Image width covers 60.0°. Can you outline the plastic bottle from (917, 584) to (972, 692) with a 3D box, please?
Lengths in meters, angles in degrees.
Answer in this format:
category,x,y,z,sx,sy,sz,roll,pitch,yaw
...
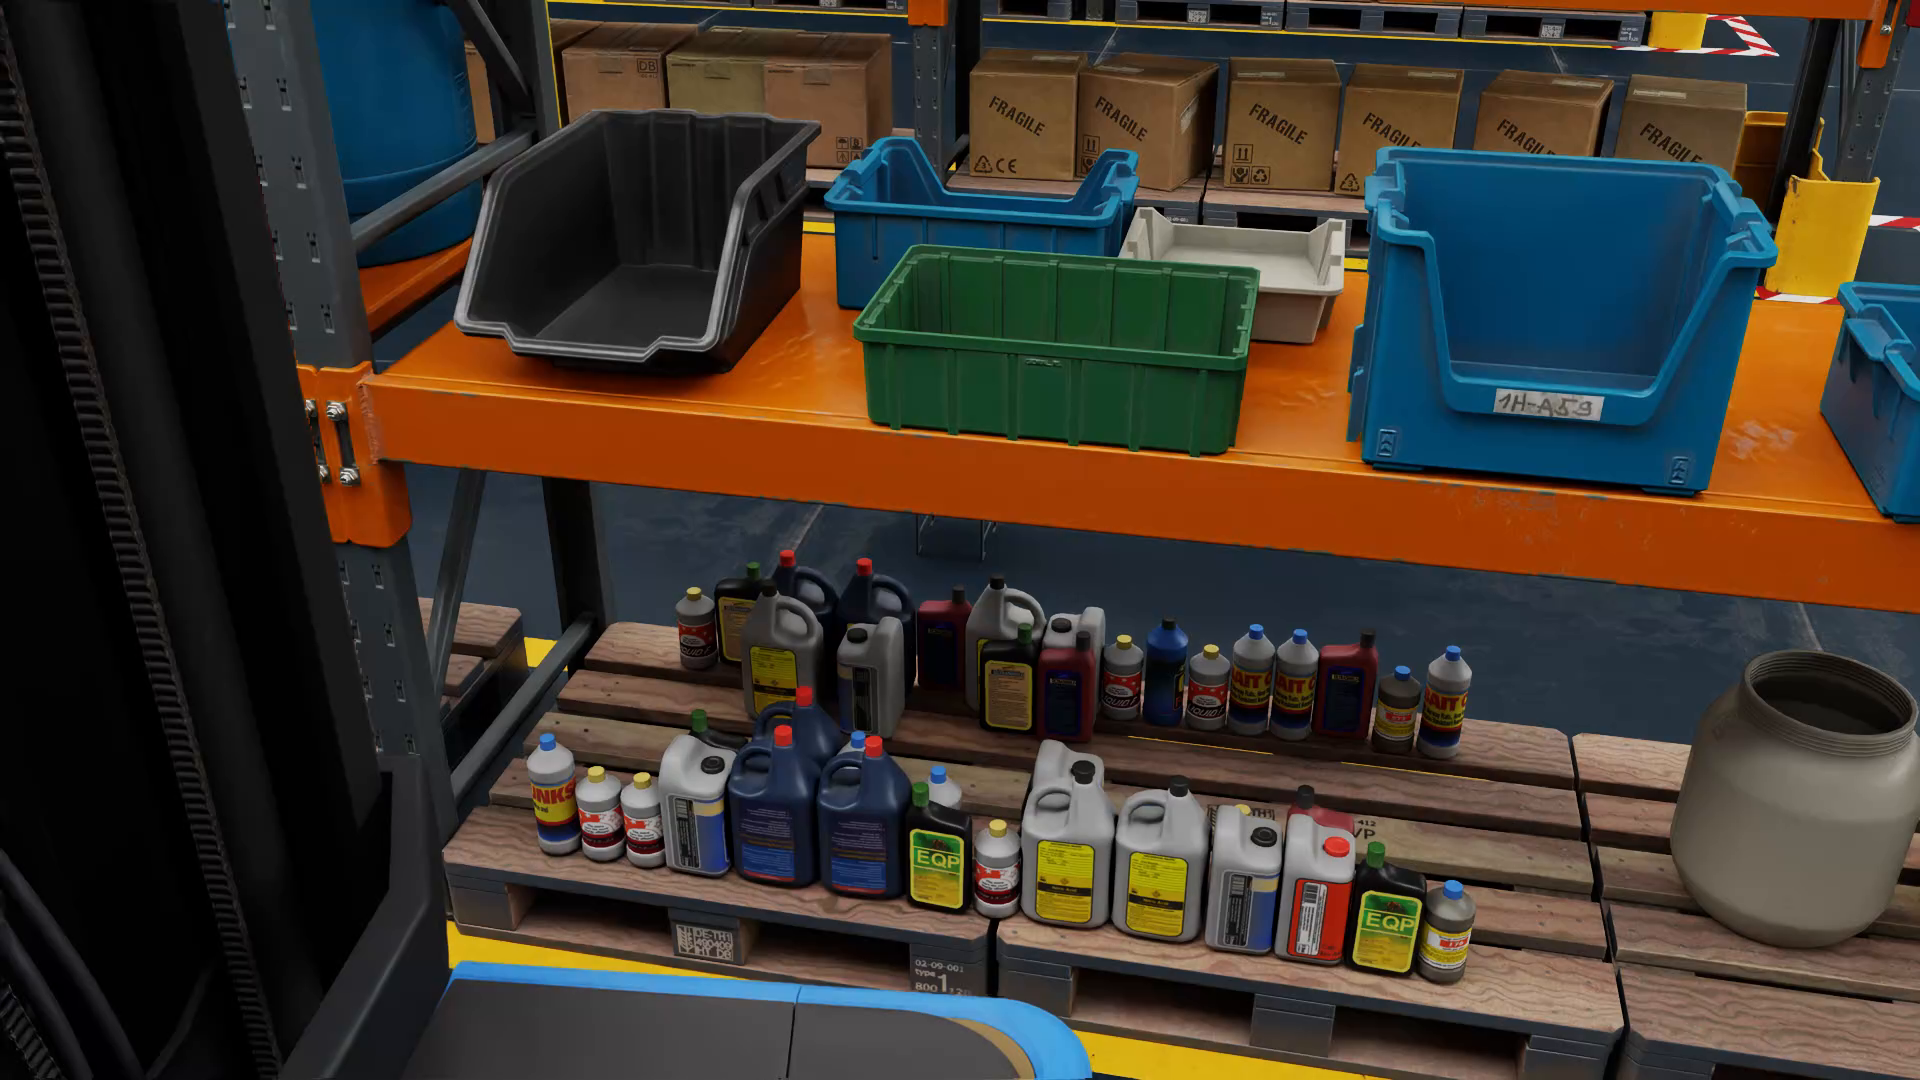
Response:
category,x,y,z,sx,sy,sz,roll,pitch,yaw
plastic bottle,-0.037,0.234,4.070,0.133,0.283,0.061,8,30,14

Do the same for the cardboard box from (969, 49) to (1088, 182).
category,x,y,z,sx,sy,sz,roll,pitch,yaw
cardboard box,0.334,-2.065,8.064,0.500,0.500,0.500,5,29,9

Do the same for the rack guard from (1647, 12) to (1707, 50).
category,x,y,z,sx,sy,sz,roll,pitch,yaw
rack guard,5.021,-3.855,11.771,0.348,0.500,1.175,6,29,11

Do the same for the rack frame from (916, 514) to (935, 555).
category,x,y,z,sx,sy,sz,roll,pitch,yaw
rack frame,-0.107,-0.406,5.054,0.006,0.900,0.240,6,29,11

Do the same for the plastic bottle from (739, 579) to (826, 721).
category,x,y,z,sx,sy,sz,roll,pitch,yaw
plastic bottle,-0.423,0.256,3.959,0.185,0.351,0.144,6,29,11

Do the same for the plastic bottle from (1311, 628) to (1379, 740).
category,x,y,z,sx,sy,sz,roll,pitch,yaw
plastic bottle,0.903,0.330,3.894,0.133,0.283,0.061,6,29,11

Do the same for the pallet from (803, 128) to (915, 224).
category,x,y,z,sx,sy,sz,roll,pitch,yaw
pallet,-0.810,-1.890,8.483,1.213,0.211,1.003,6,29,11

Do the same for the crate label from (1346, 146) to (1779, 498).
category,x,y,z,sx,sy,sz,roll,pitch,yaw
crate label,0.972,-0.382,2.787,0.616,0.435,0.502,6,29,11

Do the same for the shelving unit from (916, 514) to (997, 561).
category,x,y,z,sx,sy,sz,roll,pitch,yaw
shelving unit,-0.008,-0.396,5.035,0.210,0.900,0.258,6,29,11

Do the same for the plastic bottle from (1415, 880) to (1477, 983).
category,x,y,z,sx,sy,sz,roll,pitch,yaw
plastic bottle,0.941,0.747,3.217,0.097,0.201,0.097,0,29,0

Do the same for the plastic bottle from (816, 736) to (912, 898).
category,x,y,z,sx,sy,sz,roll,pitch,yaw
plastic bottle,-0.196,0.554,3.415,0.185,0.351,0.144,5,29,8

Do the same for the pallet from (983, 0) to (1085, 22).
category,x,y,z,sx,sy,sz,roll,pitch,yaw
pallet,0.316,-4.174,12.655,1.213,0.211,1.003,6,29,11

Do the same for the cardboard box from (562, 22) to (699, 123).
category,x,y,z,sx,sy,sz,roll,pitch,yaw
cardboard box,-1.654,-2.317,8.503,0.500,0.500,0.700,3,29,6

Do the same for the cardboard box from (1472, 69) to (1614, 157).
category,x,y,z,sx,sy,sz,roll,pitch,yaw
cardboard box,2.664,-1.837,7.648,0.500,0.500,0.500,14,32,24

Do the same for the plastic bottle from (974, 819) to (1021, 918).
category,x,y,z,sx,sy,sz,roll,pitch,yaw
plastic bottle,0.076,0.659,3.379,0.097,0.201,0.097,0,29,0

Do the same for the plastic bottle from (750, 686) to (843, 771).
category,x,y,z,sx,sy,sz,roll,pitch,yaw
plastic bottle,-0.350,0.467,3.574,0.185,0.351,0.144,6,29,11

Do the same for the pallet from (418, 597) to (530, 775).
category,x,y,z,sx,sy,sz,roll,pitch,yaw
pallet,-1.859,0.453,4.203,1.213,0.211,1.003,6,29,11

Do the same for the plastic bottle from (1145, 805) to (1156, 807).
category,x,y,z,sx,sy,sz,roll,pitch,yaw
plastic bottle,0.384,0.619,3.451,0.097,0.201,0.097,0,29,0

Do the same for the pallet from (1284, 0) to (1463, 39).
category,x,y,z,sx,sy,sz,roll,pitch,yaw
pallet,3.010,-3.898,12.150,1.213,0.211,1.003,6,29,11

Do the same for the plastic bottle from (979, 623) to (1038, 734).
category,x,y,z,sx,sy,sz,roll,pitch,yaw
plastic bottle,0.114,0.320,3.912,0.133,0.283,0.061,6,29,11

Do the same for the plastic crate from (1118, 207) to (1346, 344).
category,x,y,z,sx,sy,sz,roll,pitch,yaw
plastic crate,0.558,-0.550,3.406,0.437,0.136,0.530,6,29,11

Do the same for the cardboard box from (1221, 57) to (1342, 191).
category,x,y,z,sx,sy,sz,roll,pitch,yaw
cardboard box,1.519,-1.986,7.919,0.500,0.500,0.500,3,29,6

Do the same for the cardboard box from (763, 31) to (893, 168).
category,x,y,z,sx,sy,sz,roll,pitch,yaw
cardboard box,-0.645,-2.204,8.298,0.500,0.500,0.700,4,29,7

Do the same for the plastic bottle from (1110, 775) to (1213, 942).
category,x,y,z,sx,sy,sz,roll,pitch,yaw
plastic bottle,0.402,0.615,3.303,0.185,0.351,0.144,7,29,13

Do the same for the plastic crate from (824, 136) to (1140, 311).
category,x,y,z,sx,sy,sz,roll,pitch,yaw
plastic crate,0.056,-0.661,3.489,0.616,0.251,0.499,6,29,11

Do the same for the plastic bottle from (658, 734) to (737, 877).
category,x,y,z,sx,sy,sz,roll,pitch,yaw
plastic bottle,-0.541,0.549,3.502,0.135,0.276,0.152,7,29,12

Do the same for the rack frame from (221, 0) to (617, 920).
category,x,y,z,sx,sy,sz,roll,pitch,yaw
rack frame,-1.083,-0.710,3.423,0.127,3.000,1.000,6,29,11

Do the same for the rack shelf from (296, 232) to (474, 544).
category,x,y,z,sx,sy,sz,roll,pitch,yaw
rack shelf,-3.039,-0.595,3.962,4.000,0.370,1.077,6,29,11

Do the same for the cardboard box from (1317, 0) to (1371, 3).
category,x,y,z,sx,sy,sz,roll,pitch,yaw
cardboard box,2.569,-4.423,11.980,0.875,0.875,0.875,6,29,11

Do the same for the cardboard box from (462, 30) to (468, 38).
category,x,y,z,sx,sy,sz,roll,pitch,yaw
cardboard box,-2.756,-2.426,8.703,0.500,0.500,0.700,3,29,6

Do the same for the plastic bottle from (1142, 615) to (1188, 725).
category,x,y,z,sx,sy,sz,roll,pitch,yaw
plastic bottle,0.490,0.302,3.958,0.097,0.271,0.097,0,29,0

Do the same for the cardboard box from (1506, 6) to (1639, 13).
category,x,y,z,sx,sy,sz,roll,pitch,yaw
cardboard box,4.321,-4.243,11.652,0.875,0.875,0.875,6,29,11

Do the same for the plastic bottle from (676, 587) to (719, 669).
category,x,y,z,sx,sy,sz,roll,pitch,yaw
plastic bottle,-0.663,0.215,4.190,0.097,0.201,0.097,0,29,0

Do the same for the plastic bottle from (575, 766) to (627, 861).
category,x,y,z,sx,sy,sz,roll,pitch,yaw
plastic bottle,-0.764,0.572,3.537,0.097,0.201,0.097,0,29,0

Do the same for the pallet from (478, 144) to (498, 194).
category,x,y,z,sx,sy,sz,roll,pitch,yaw
pallet,-2.007,-2.012,8.705,1.213,0.211,1.003,6,29,11

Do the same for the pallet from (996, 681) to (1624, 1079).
category,x,y,z,sx,sy,sz,roll,pitch,yaw
pallet,0.762,0.721,3.713,1.213,0.211,1.003,6,29,11

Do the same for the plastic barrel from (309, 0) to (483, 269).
category,x,y,z,sx,sy,sz,roll,pitch,yaw
plastic barrel,-1.398,-1.111,3.634,0.708,0.901,0.600,6,29,11

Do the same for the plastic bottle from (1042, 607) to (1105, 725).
category,x,y,z,sx,sy,sz,roll,pitch,yaw
plastic bottle,0.269,0.291,3.973,0.135,0.276,0.152,6,29,11

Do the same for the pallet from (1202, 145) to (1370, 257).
category,x,y,z,sx,sy,sz,roll,pitch,yaw
pallet,1.812,-1.641,8.027,1.213,0.211,1.003,6,29,11

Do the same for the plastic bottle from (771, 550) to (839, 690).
category,x,y,z,sx,sy,sz,roll,pitch,yaw
plastic bottle,-0.393,0.188,4.083,0.185,0.351,0.144,5,29,9

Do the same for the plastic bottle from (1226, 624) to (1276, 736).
category,x,y,z,sx,sy,sz,roll,pitch,yaw
plastic bottle,0.688,0.322,3.921,0.097,0.271,0.097,0,29,0

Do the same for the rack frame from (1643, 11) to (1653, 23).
category,x,y,z,sx,sy,sz,roll,pitch,yaw
rack frame,4.998,-4.954,11.176,0.127,3.000,1.000,6,29,11

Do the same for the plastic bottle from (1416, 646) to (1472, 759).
category,x,y,z,sx,sy,sz,roll,pitch,yaw
plastic bottle,1.121,0.367,3.840,0.097,0.271,0.097,0,29,0

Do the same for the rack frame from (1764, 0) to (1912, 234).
category,x,y,z,sx,sy,sz,roll,pitch,yaw
rack frame,3.863,-2.635,6.939,0.127,3.000,1.000,6,29,11

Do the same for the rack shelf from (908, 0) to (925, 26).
category,x,y,z,sx,sy,sz,roll,pitch,yaw
rack shelf,-2.005,-2.921,8.211,4.000,0.370,1.077,6,29,11

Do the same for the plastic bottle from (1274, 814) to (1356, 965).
category,x,y,z,sx,sy,sz,roll,pitch,yaw
plastic bottle,0.700,0.676,3.269,0.135,0.276,0.152,6,29,11

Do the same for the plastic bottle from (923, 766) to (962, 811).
category,x,y,z,sx,sy,sz,roll,pitch,yaw
plastic bottle,-0.044,0.586,3.440,0.097,0.271,0.097,0,29,0
